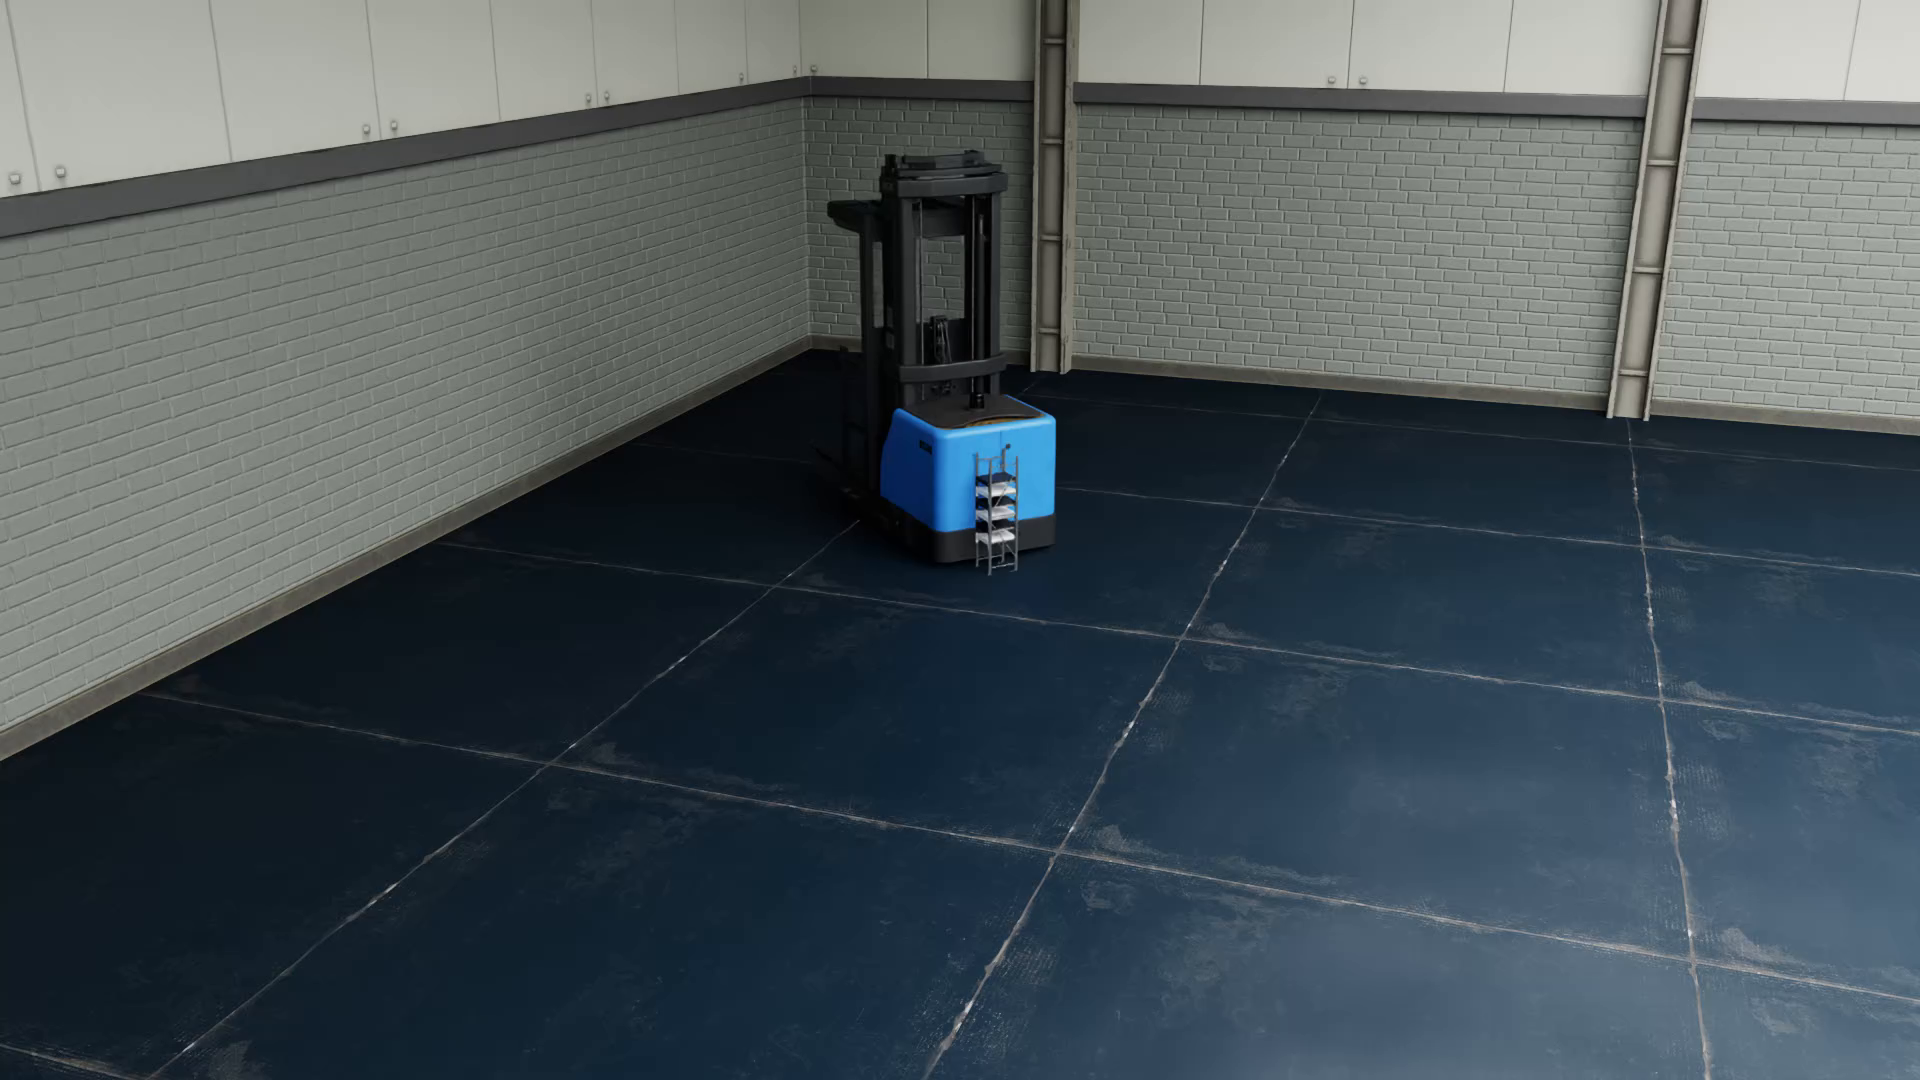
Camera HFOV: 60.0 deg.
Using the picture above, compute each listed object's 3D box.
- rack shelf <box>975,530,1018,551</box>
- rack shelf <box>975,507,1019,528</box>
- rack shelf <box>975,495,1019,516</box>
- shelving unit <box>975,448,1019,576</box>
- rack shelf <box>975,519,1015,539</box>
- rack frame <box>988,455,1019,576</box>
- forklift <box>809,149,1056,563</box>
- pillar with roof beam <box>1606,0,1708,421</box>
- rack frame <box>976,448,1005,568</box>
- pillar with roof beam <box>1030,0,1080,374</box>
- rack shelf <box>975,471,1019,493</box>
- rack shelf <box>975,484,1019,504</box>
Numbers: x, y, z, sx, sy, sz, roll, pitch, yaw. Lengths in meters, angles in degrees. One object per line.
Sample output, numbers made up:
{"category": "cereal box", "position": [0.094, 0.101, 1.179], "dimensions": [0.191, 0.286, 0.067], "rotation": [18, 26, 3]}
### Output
{"category": "rack shelf", "position": [0.272, -0.004, 12.369], "dimensions": [0.258, 0.077, 0.200], "rotation": [-9, 21, -25]}
{"category": "rack shelf", "position": [0.272, -0.174, 12.309], "dimensions": [0.258, 0.077, 0.200], "rotation": [-9, 21, -25]}
{"category": "rack shelf", "position": [0.272, -0.259, 12.280], "dimensions": [0.258, 0.077, 0.200], "rotation": [-9, 21, -25]}
{"category": "shelving unit", "position": [0.272, -0.205, 12.299], "dimensions": [0.258, 0.900, 0.210], "rotation": [-9, 21, -25]}
{"category": "rack shelf", "position": [0.272, -0.089, 12.339], "dimensions": [0.258, 0.077, 0.200], "rotation": [-9, 21, -25]}
{"category": "rack frame", "position": [0.318, -0.176, 12.213], "dimensions": [0.240, 0.900, 0.006], "rotation": [-9, 21, -25]}
{"category": "forklift", "position": [-0.377, -1.655, 13.372], "dimensions": [1.130, 2.935, 3.031], "rotation": [-9, 21, -25]}
{"category": "pillar with roof beam", "position": [5.267, -4.157, 11.331], "dimensions": [0.400, 9.000, 9.100], "rotation": [7, 20, 18]}
{"category": "rack frame", "position": [0.227, -0.235, 12.384], "dimensions": [0.240, 0.900, 0.006], "rotation": [-9, 21, -25]}
{"category": "pillar with roof beam", "position": [-0.400, -4.805, 13.190], "dimensions": [0.400, 9.000, 9.100], "rotation": [7, 20, 18]}
{"category": "rack shelf", "position": [0.272, -0.429, 12.221], "dimensions": [0.258, 0.077, 0.200], "rotation": [-9, 21, -25]}
{"category": "rack shelf", "position": [0.272, -0.344, 12.250], "dimensions": [0.258, 0.077, 0.200], "rotation": [-9, 21, -25]}
